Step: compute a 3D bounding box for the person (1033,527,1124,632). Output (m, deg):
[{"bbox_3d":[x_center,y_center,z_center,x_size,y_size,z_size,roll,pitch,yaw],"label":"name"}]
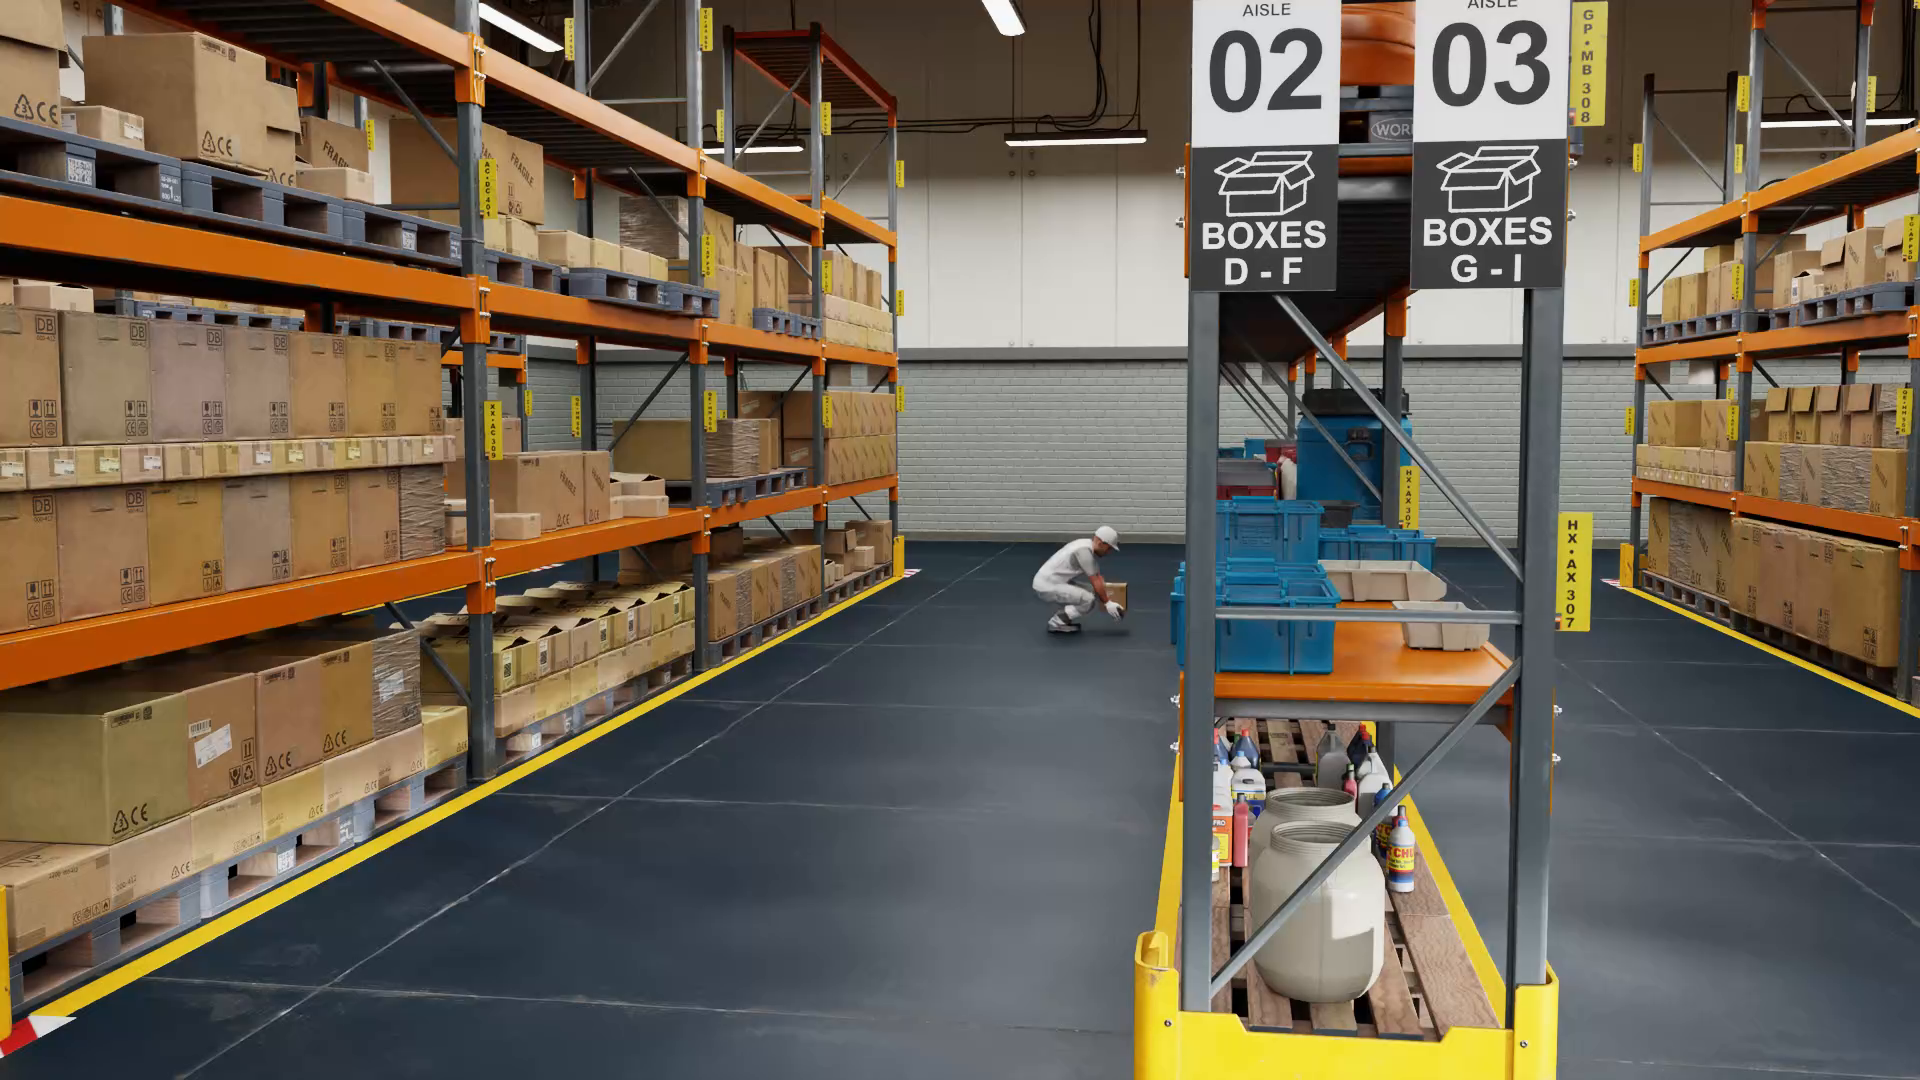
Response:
[{"bbox_3d":[1.132,0.372,15.800,0.881,0.998,0.552,1,4,8],"label":"person"}]
